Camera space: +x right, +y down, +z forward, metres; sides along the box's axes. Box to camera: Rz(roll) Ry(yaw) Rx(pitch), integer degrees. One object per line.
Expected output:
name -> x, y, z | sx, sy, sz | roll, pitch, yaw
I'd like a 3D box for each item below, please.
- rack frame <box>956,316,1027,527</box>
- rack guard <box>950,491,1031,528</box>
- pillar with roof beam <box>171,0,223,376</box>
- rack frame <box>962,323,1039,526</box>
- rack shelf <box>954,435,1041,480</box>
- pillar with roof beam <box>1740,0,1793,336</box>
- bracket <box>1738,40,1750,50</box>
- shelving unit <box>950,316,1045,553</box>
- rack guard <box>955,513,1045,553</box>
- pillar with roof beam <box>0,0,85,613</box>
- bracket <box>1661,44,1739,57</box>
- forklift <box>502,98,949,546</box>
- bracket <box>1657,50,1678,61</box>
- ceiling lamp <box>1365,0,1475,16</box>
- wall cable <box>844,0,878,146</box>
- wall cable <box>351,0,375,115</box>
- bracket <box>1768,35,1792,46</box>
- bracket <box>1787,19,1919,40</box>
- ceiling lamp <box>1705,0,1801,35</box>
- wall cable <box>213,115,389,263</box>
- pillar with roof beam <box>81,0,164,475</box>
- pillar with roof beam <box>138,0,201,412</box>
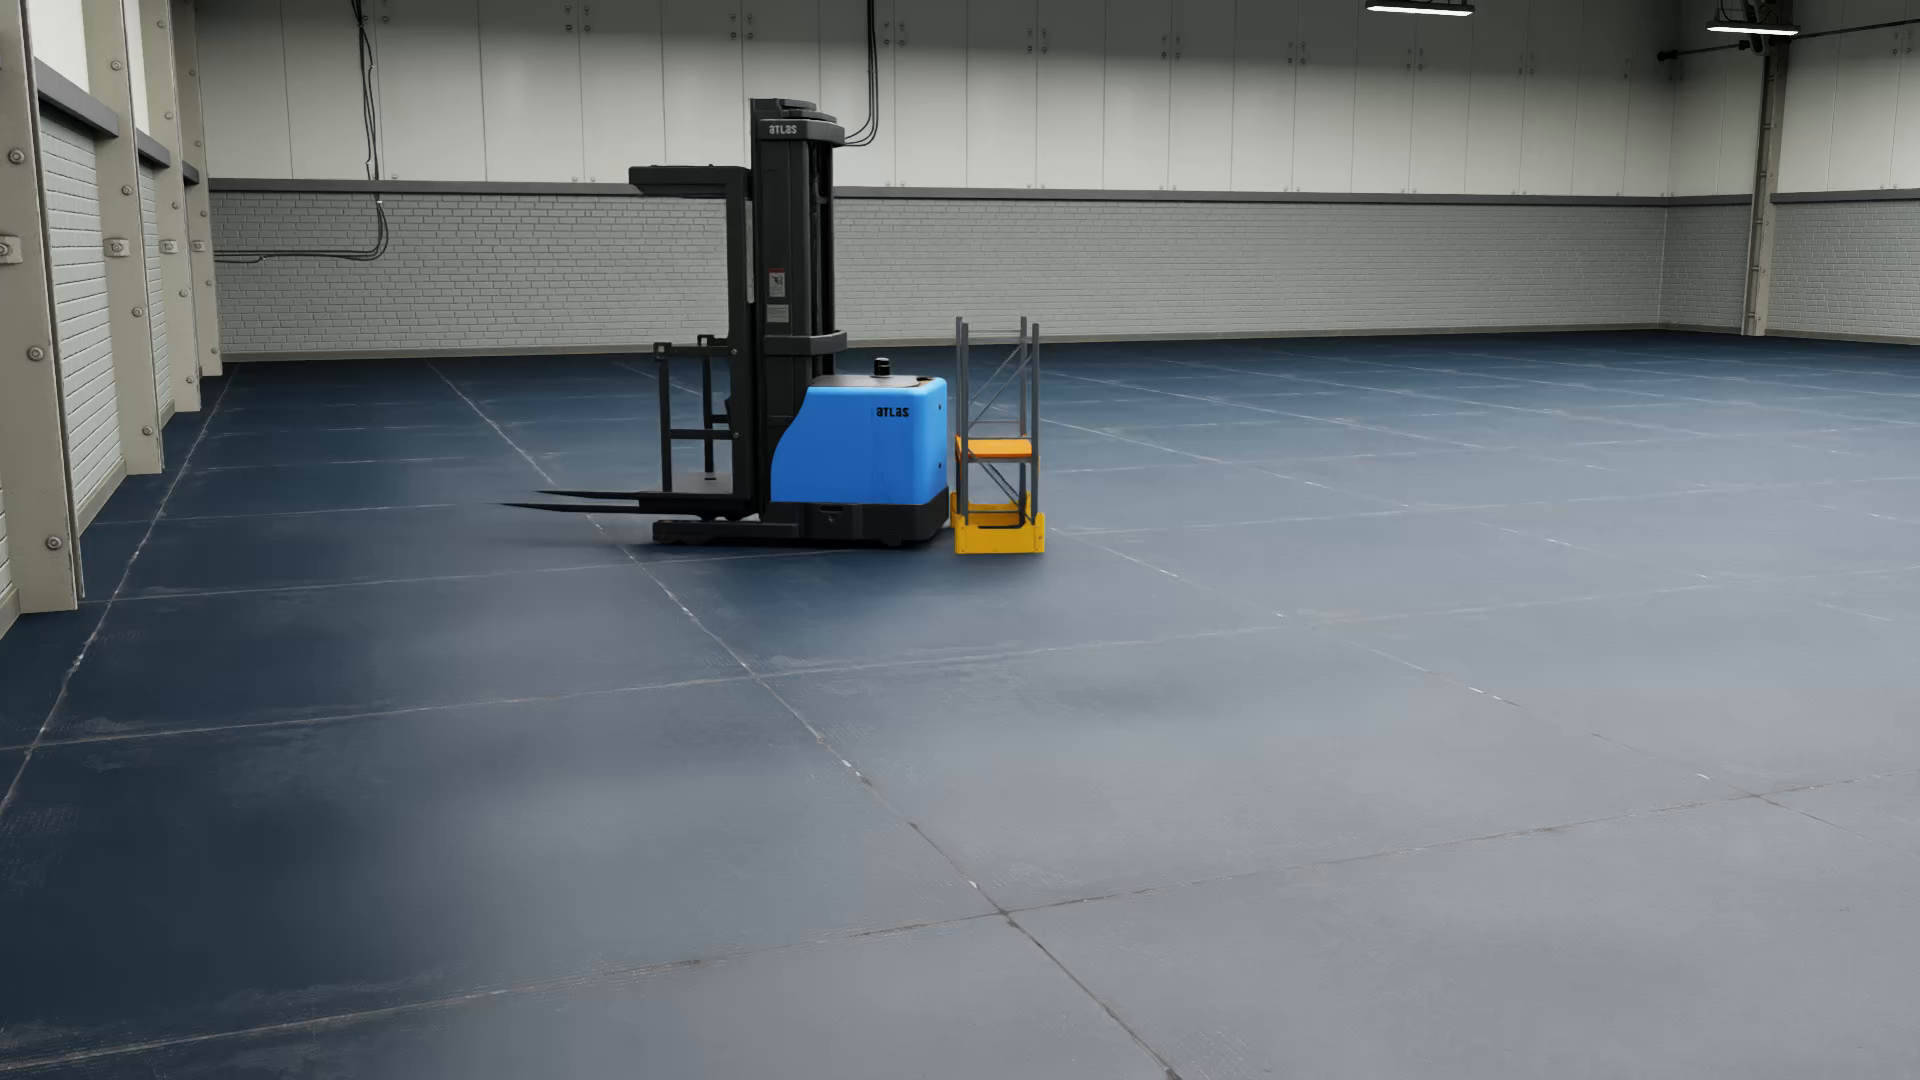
rack frame -> 0.222, -0.837, 11.842 | 0.500, 1.500, 0.032 | 0, 10, -2
rack guard -> 0.223, -0.218, 11.932 | 0.587, 0.250, 0.087 | 0, 10, -2
pillar with roof beam -> -7.640, -7.277, 26.637 | 9.100, 9.000, 0.548 | -4, 11, -21
rack frame -> 0.261, -0.659, 10.841 | 0.500, 1.500, 0.032 | 0, 10, -2
rack shelf -> 0.242, -0.571, 11.373 | 0.538, 0.185, 1.000 | 0, 10, -2
pillar with roof beam -> 13.694, -8.730, 34.803 | 9.100, 9.000, 0.548 | -4, 11, -21
bracket -> 17.225, -10.821, 36.278 | 0.235, 0.232, 0.430 | -4, 11, -21
shelving unit -> 0.242, -0.746, 11.332 | 0.587, 1.500, 1.083 | 0, 10, -2
rack guard -> 0.261, -0.044, 10.952 | 0.587, 0.250, 0.087 | 0, 10, -2
pillar with roof beam -> -1.117, -4.339, 10.120 | 9.100, 9.000, 0.400 | -4, 11, -21
bracket -> 16.580, -11.111, 37.911 | 0.076, 0.066, 3.189 | -4, 11, -21
forklift -> -1.638, -1.495, 11.453 | 3.031, 2.935, 1.130 | 1, 10, 8
bracket -> 16.366, -11.207, 38.453 | 0.235, 0.232, 0.430 | -4, 11, -21
ceiling lamp -> 7.642, -10.466, 27.894 | 2.000, 3.185, 0.800 | -4, 11, -21
wall cable -> -2.634, -9.843, 31.351 | 2.305, 6.003, 0.169 | -4, 11, -21
wall cable -> -8.966, -8.698, 29.071 | 3.097, 2.526, 0.112 | -4, 11, -21
bracket -> 17.526, -10.685, 35.517 | 0.235, 0.232, 0.430 | -4, 11, -21
bracket -> 18.460, -10.265, 33.152 | 0.076, 0.066, 4.783 | -4, 11, -21
ceiling lamp -> 14.483, -10.932, 30.513 | 2.000, 3.185, 0.800 | -4, 11, -21
wall cable -> -11.488, -6.040, 28.548 | 3.097, 2.526, 0.112 | -4, 11, -21
pillar with roof beam -> -3.292, -5.319, 15.625 | 9.100, 9.000, 0.400 | -4, 11, -21
pillar with roof beam -> -5.466, -6.298, 21.131 | 9.100, 9.000, 0.400 | -4, 11, -21
